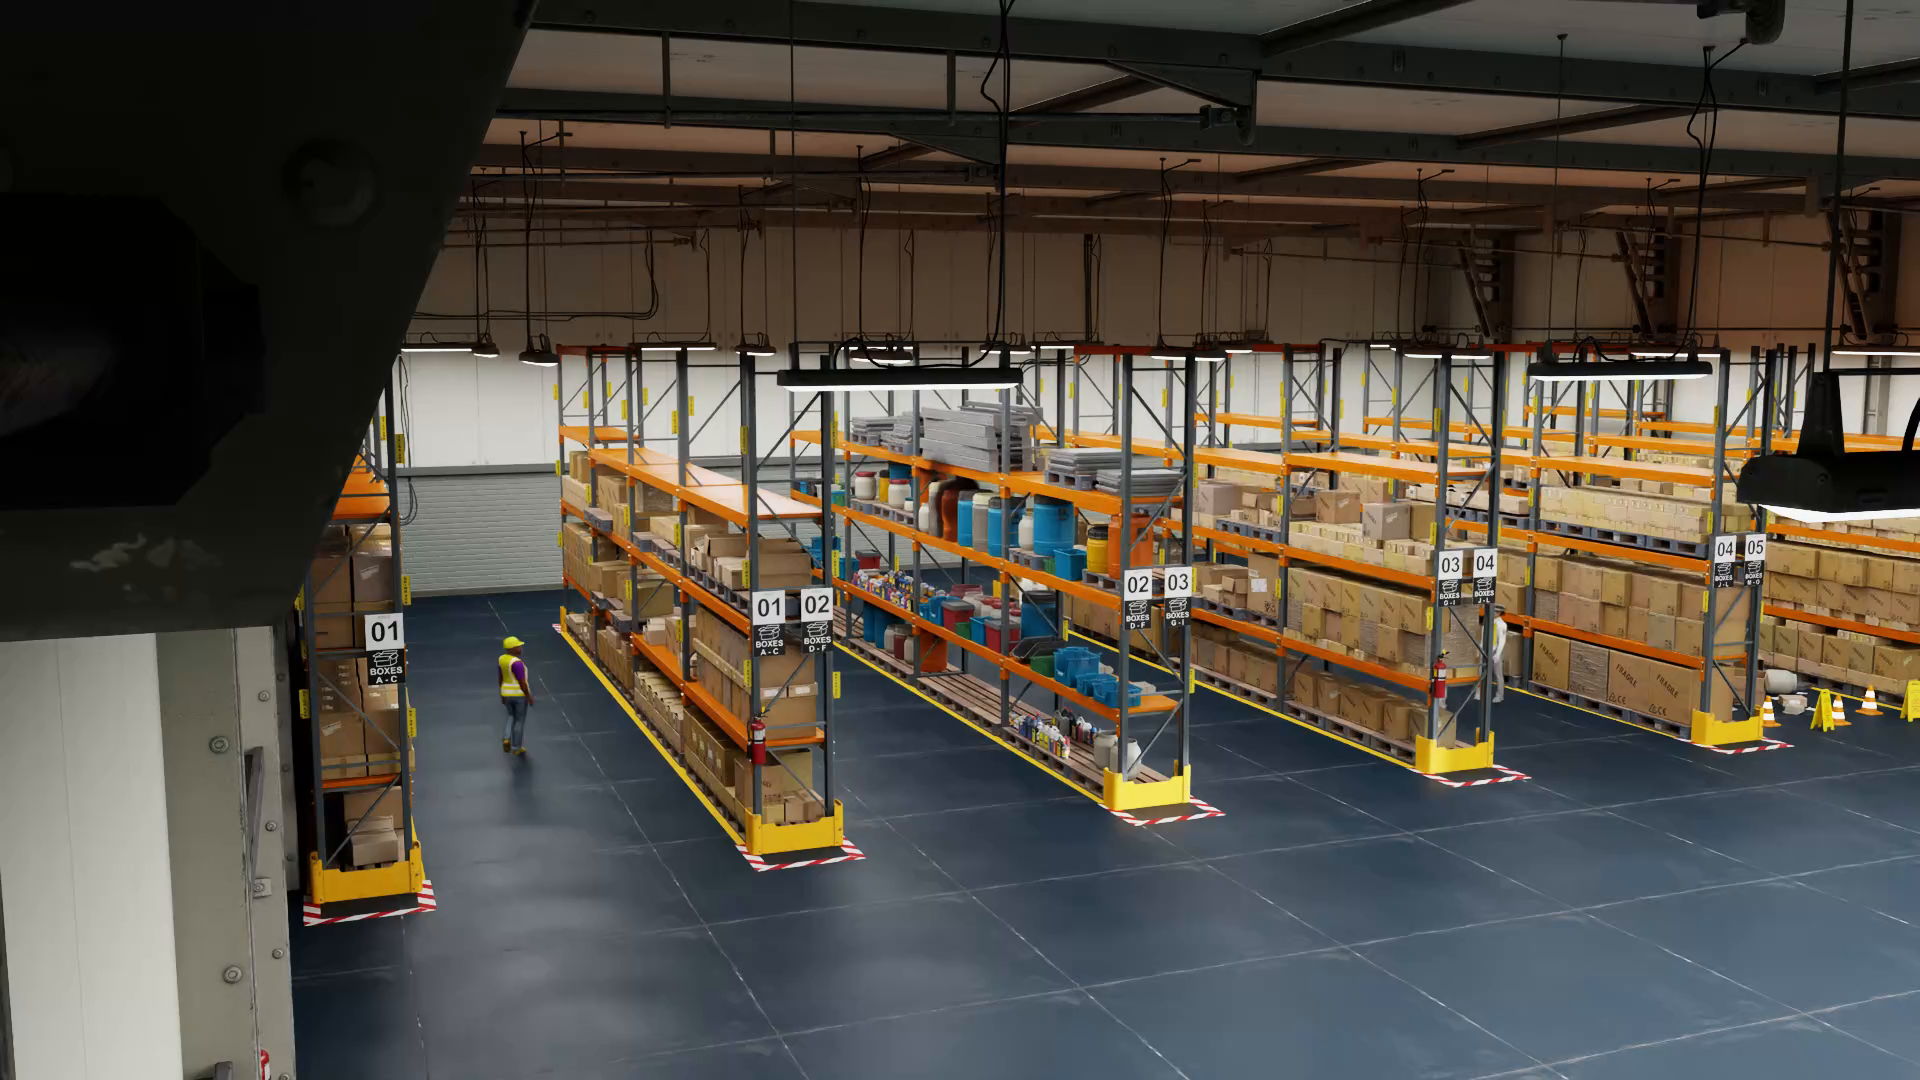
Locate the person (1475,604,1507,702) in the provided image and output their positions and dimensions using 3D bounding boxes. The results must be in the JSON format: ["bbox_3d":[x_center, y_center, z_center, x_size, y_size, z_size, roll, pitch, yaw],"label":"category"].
[{"bbox_3d":[9.057,1.903,28.366,0.429,1.674,0.535,-6,9,-40],"label":"person"}]

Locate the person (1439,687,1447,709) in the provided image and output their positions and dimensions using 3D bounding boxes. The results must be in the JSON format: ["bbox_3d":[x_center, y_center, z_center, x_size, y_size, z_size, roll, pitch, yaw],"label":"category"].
[{"bbox_3d":[7.979,2.025,27.590,0.695,1.852,0.559,1,7,4],"label":"person"}]

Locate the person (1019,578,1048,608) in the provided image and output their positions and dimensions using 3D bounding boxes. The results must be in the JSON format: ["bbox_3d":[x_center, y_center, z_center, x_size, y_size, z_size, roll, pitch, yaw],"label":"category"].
[{"bbox_3d":[1.470,1.336,32.433,0.667,1.725,1.048,-3,8,-24],"label":"person"}]

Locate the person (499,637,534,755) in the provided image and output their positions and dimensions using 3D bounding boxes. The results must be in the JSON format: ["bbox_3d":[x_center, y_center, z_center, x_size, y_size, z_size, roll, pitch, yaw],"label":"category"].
[{"bbox_3d":[-6.614,2.309,24.745,0.588,1.775,0.479,2,8,15],"label":"person"}]
